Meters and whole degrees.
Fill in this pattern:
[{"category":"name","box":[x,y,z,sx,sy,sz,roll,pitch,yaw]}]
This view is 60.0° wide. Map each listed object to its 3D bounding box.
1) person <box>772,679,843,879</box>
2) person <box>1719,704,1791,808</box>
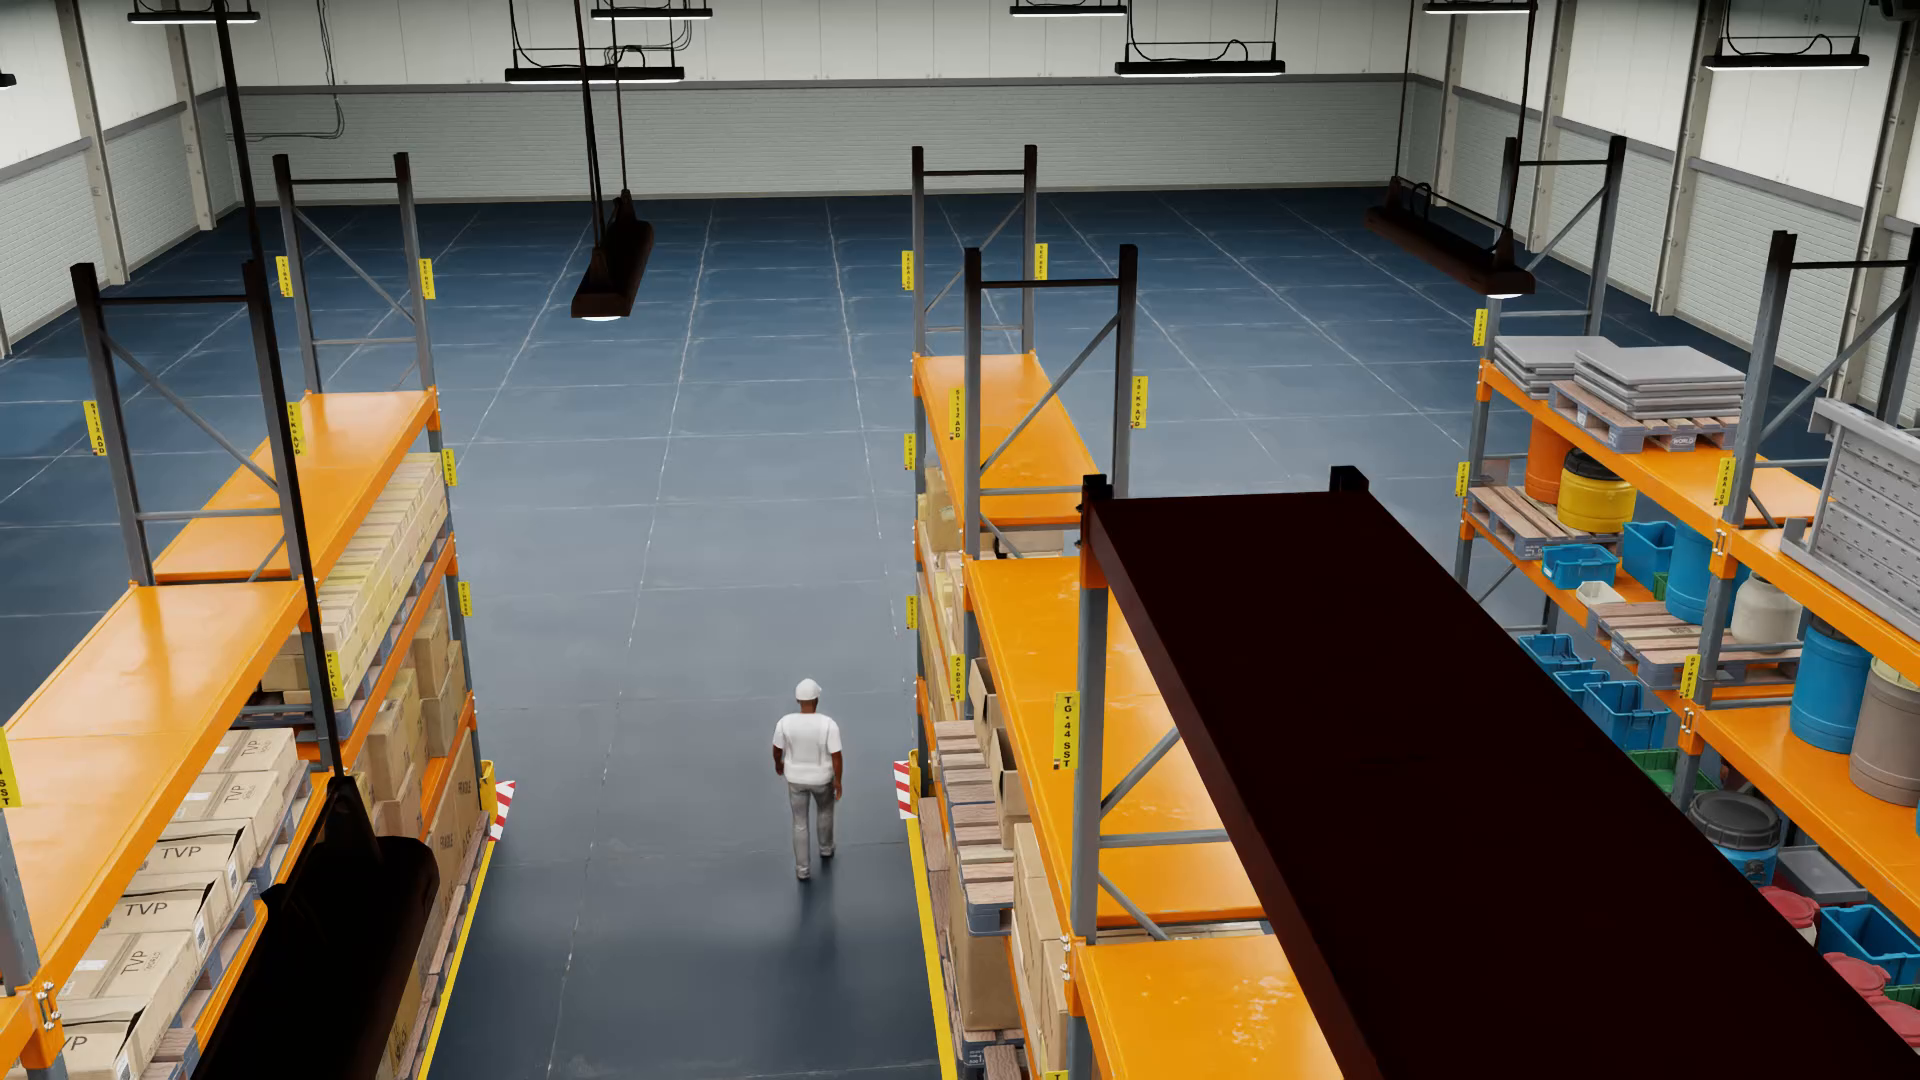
[{"category":"person","box":[-1.285,1.989,14.223,0.618,1.775,0.705,1,22,3]},{"category":"person","box":[6.787,1.990,14.199,0.626,1.770,0.571,1,22,3]}]
